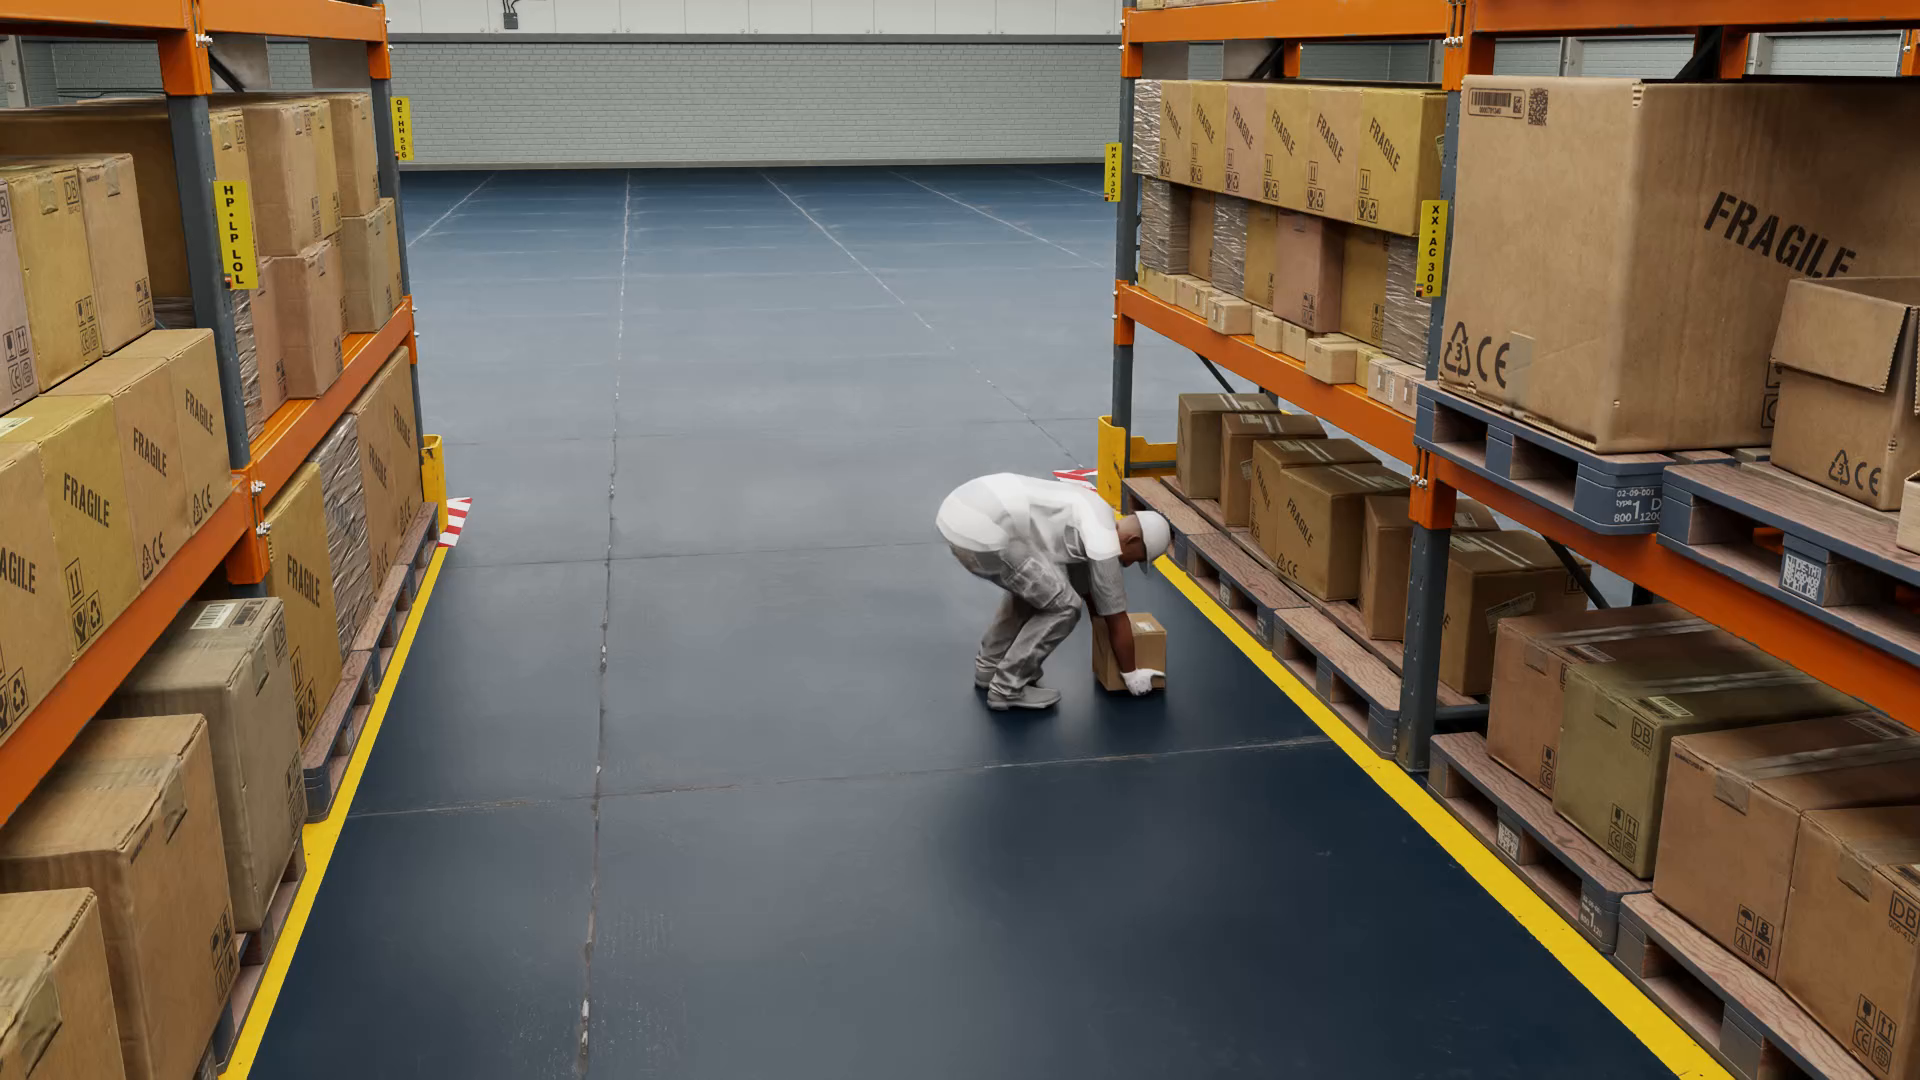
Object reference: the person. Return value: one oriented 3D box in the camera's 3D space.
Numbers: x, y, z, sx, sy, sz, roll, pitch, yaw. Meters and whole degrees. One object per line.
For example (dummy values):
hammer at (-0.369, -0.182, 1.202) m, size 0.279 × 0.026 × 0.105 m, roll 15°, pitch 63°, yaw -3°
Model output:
person at (0.395, 0.181, 6.871) m, size 0.981 × 0.945 × 0.526 m, roll -4°, pitch 17°, yaw -13°
